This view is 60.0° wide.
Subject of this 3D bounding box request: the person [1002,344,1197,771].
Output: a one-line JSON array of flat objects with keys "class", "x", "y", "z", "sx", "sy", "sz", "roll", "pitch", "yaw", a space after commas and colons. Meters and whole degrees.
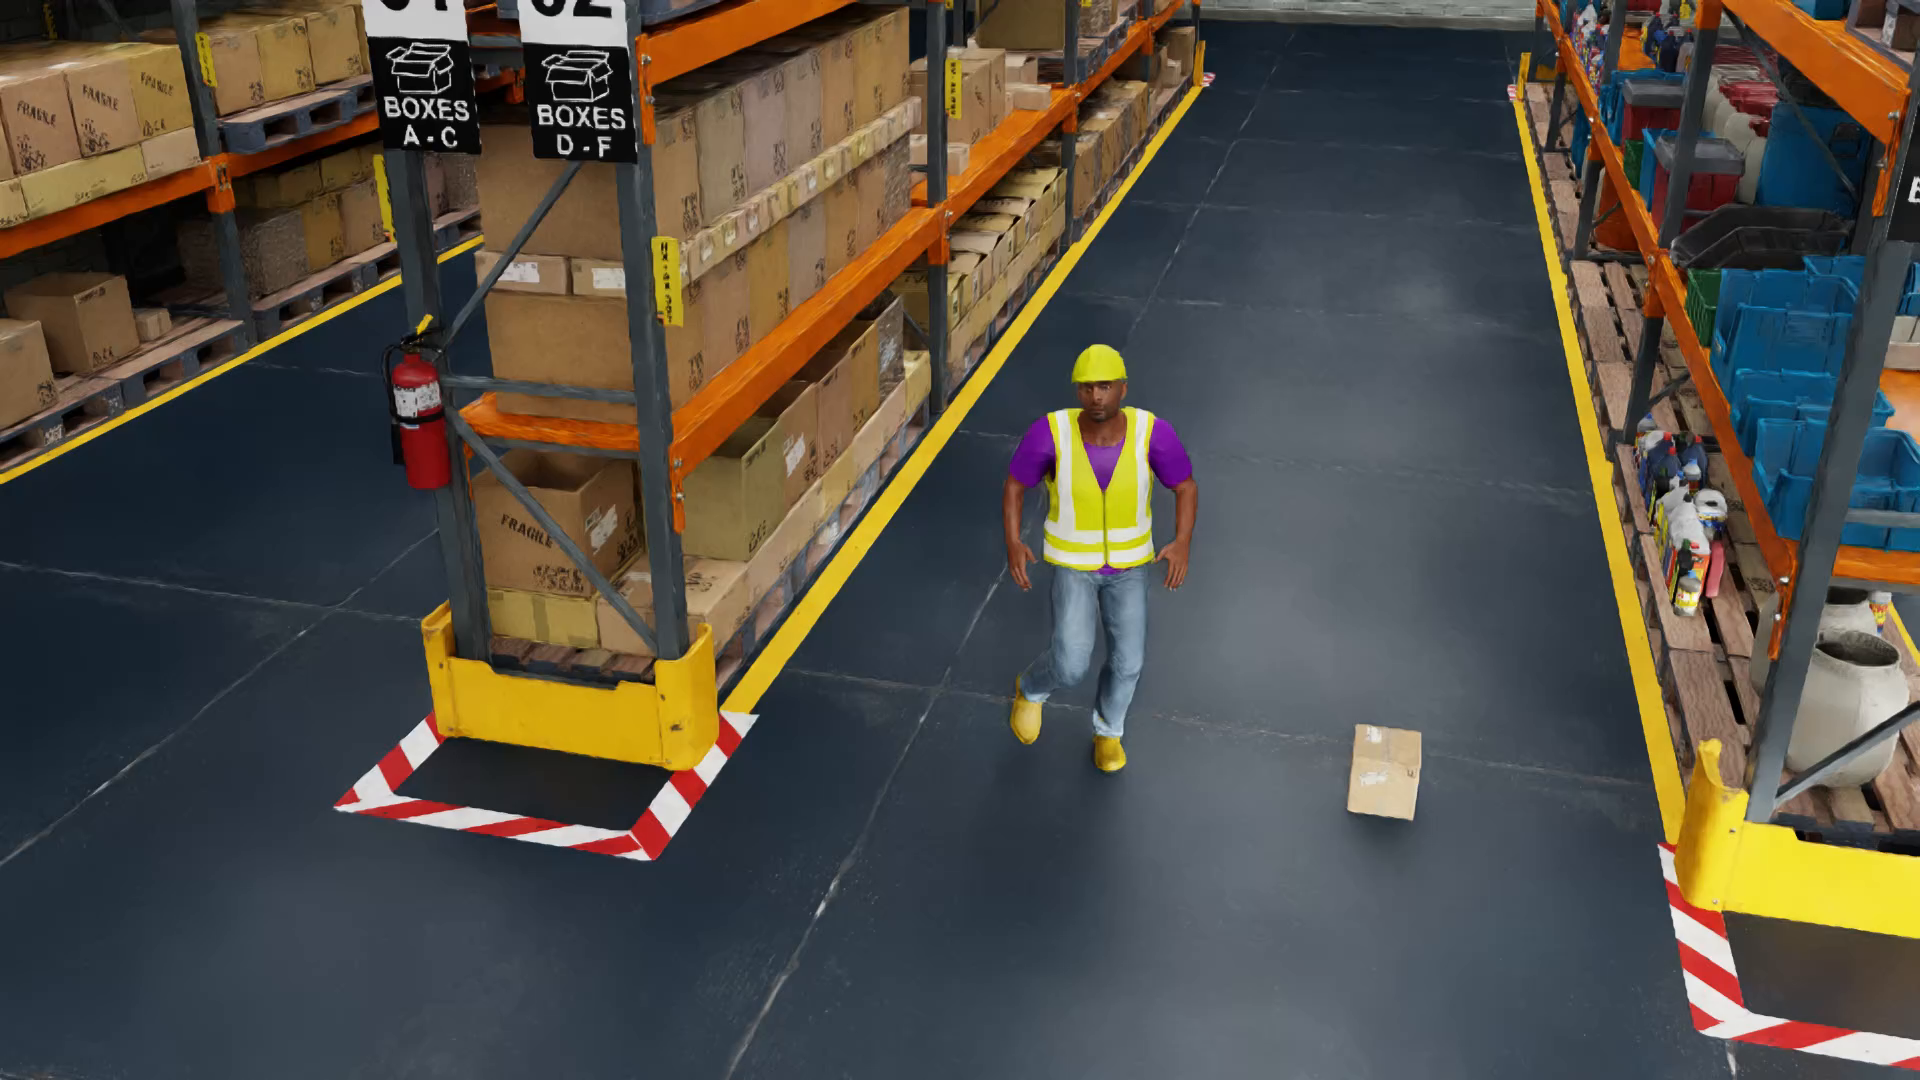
[{"class": "person", "x": 0.552, "y": 0.083, "z": 6.442, "sx": 0.749, "sy": 1.729, "sz": 0.479, "roll": -4, "pitch": 25, "yaw": -8}]
